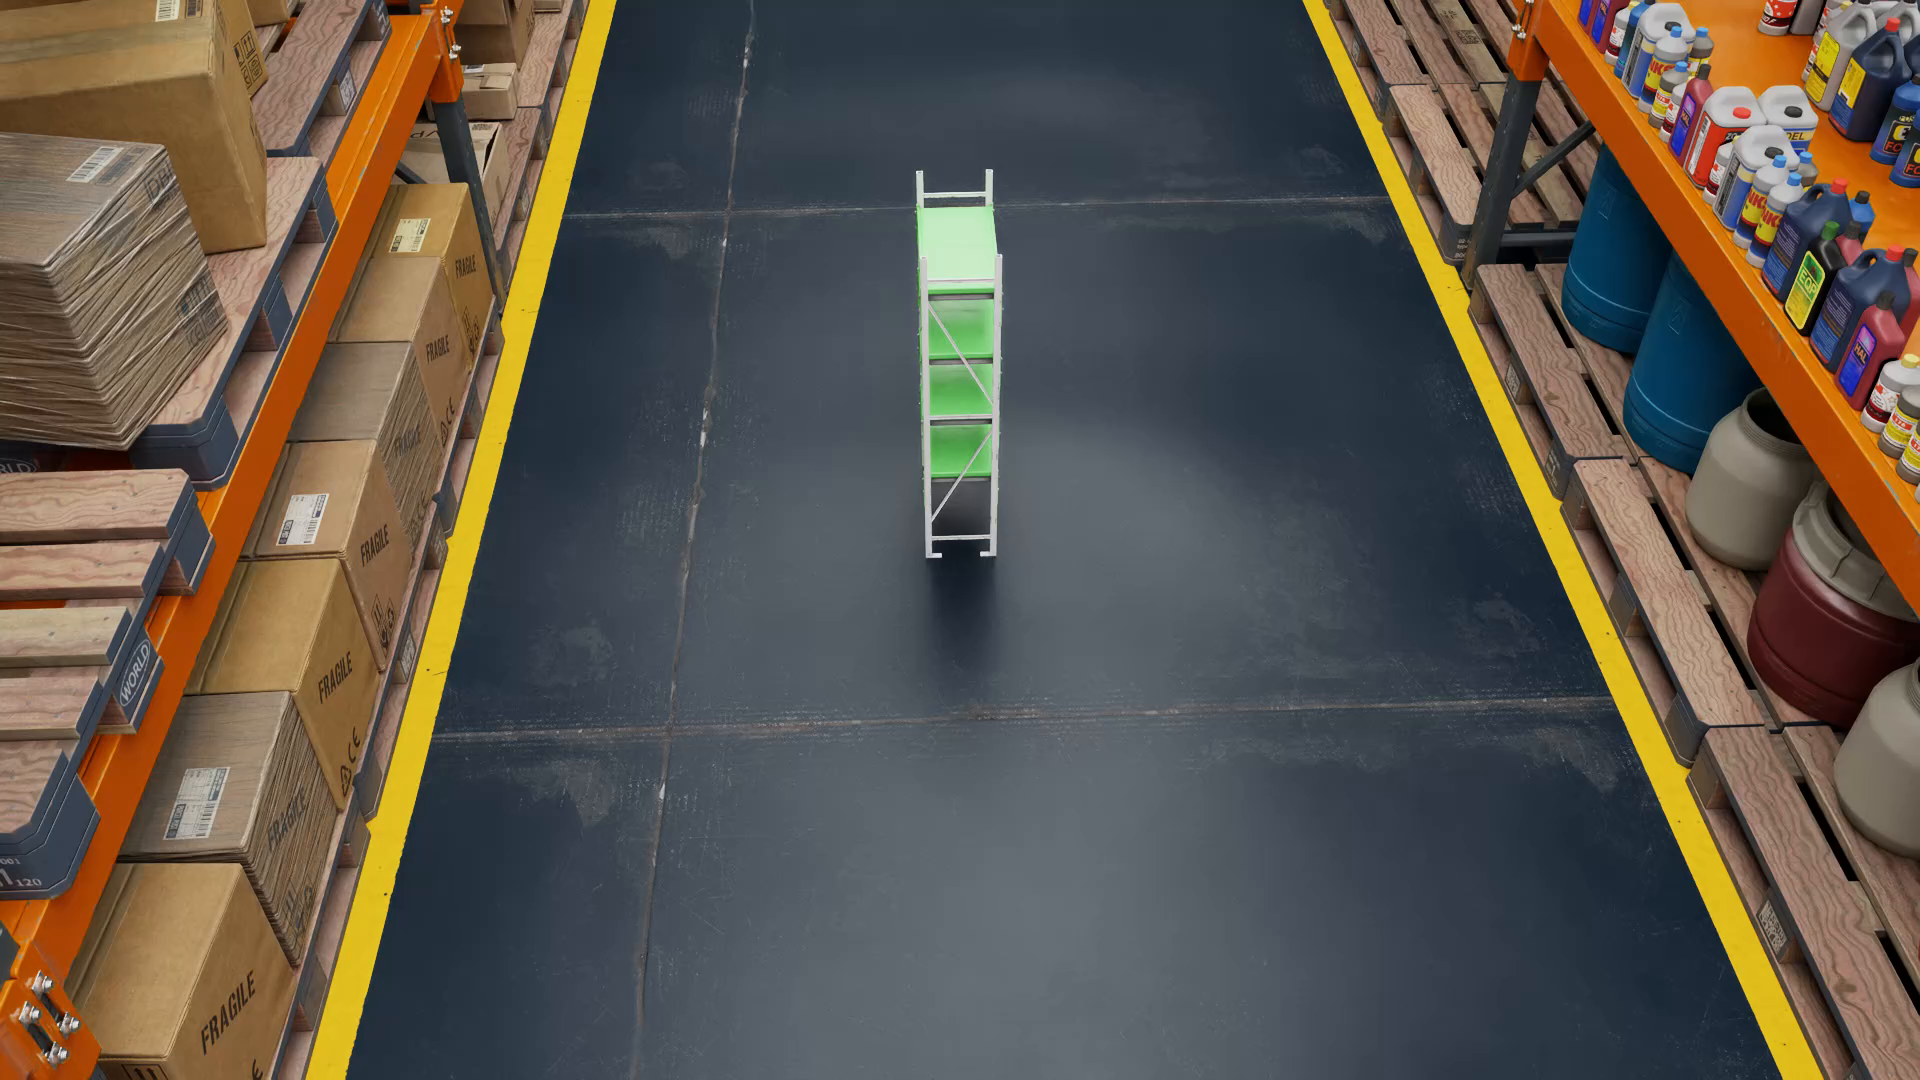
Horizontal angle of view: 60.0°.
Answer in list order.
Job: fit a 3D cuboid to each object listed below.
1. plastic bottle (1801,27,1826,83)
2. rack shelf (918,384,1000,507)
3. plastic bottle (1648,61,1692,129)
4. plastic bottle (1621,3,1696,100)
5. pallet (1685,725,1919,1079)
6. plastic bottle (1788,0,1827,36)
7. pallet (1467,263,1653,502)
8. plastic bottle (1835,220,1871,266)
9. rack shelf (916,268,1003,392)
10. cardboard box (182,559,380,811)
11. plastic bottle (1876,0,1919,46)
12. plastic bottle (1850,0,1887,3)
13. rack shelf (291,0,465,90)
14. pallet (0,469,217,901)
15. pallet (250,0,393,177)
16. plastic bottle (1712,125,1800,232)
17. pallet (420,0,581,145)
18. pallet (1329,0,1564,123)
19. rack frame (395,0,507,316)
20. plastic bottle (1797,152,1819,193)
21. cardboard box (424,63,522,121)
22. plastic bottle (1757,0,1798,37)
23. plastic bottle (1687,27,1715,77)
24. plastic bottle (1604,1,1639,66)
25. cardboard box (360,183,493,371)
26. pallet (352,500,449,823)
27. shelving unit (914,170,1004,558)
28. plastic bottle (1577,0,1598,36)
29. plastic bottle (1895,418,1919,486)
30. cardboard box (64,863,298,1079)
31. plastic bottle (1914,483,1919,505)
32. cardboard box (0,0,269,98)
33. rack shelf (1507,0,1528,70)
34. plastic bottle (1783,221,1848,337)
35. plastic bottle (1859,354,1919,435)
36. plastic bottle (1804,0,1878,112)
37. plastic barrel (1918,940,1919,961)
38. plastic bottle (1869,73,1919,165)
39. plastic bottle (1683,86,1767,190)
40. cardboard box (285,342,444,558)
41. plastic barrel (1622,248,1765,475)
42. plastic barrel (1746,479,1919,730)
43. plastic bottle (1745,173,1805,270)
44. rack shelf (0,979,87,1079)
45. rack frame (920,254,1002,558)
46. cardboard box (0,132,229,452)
[{"bbox_3d":[2.823,-1.590,5.412,0.097,0.201,0.097,0,43,0],"label":"plastic bottle"},{"bbox_3d":[-0.007,-0.330,5.672,0.258,0.148,0.480,-2,43,-2],"label":"rack shelf"},{"bbox_3d":[2.228,-1.394,5.198,0.097,0.201,0.097,0,43,0],"label":"plastic bottle"},{"bbox_3d":[2.247,-1.567,5.331,0.152,0.276,0.135,-2,43,-2],"label":"plastic bottle"},{"bbox_3d":[2.687,1.015,4.487,1.003,0.211,1.213,-2,43,-2],"label":"pallet"},{"bbox_3d":[2.932,-1.880,5.673,0.152,0.276,0.135,-2,43,-2],"label":"plastic bottle"},{"bbox_3d":[2.583,-0.633,6.284,1.003,0.211,1.213,-2,43,-2],"label":"pallet"},{"bbox_3d":[2.317,-0.688,4.367,0.061,0.283,0.133,-2,43,-2],"label":"plastic bottle"},{"bbox_3d":[-0.007,-0.684,5.347,0.258,0.148,0.480,-2,43,-2],"label":"rack shelf"},{"bbox_3d":[-1.965,0.409,4.608,0.500,0.500,0.500,-2,43,-2],"label":"cardboard box"},{"bbox_3d":[2.958,-1.553,5.261,0.144,0.351,0.185,-2,43,-2],"label":"plastic bottle"},{"bbox_3d":[2.987,-1.728,5.502,0.061,0.283,0.133,-2,43,-2],"label":"plastic bottle"},{"bbox_3d":[-2.442,-3.128,7.475,1.077,0.370,4.000,-2,43,-2],"label":"rack shelf"},{"bbox_3d":[-2.286,0.272,3.375,1.213,0.211,1.003,-2,43,-2],"label":"pallet"},{"bbox_3d":[-2.432,-1.430,5.232,1.003,0.211,1.213,-2,43,-2],"label":"pallet"},{"bbox_3d":[2.280,-1.032,4.748,0.152,0.276,0.135,-2,43,-2],"label":"plastic bottle"},{"bbox_3d":[-2.440,-2.304,8.108,1.003,0.211,1.213,-2,43,-2],"label":"pallet"},{"bbox_3d":[2.467,-2.476,8.295,1.003,0.211,1.213,-2,43,-2],"label":"pallet"},{"bbox_3d":[-2.357,-2.043,5.759,1.000,3.000,0.127,-2,43,-2],"label":"rack frame"},{"bbox_3d":[2.404,-1.021,4.791,0.097,0.201,0.097,0,43,0],"label":"plastic bottle"},{"bbox_3d":[-2.205,-2.034,7.520,0.380,0.166,0.250,-2,43,-2],"label":"cardboard box"},{"bbox_3d":[2.808,-1.837,5.681,0.097,0.201,0.097,0,43,0],"label":"plastic bottle"},{"bbox_3d":[2.370,-1.555,5.374,0.097,0.201,0.097,0,43,0],"label":"plastic bottle"},{"bbox_3d":[2.210,-1.682,5.512,0.097,0.201,0.097,0,43,0],"label":"plastic bottle"},{"bbox_3d":[-2.050,-0.959,6.101,0.500,0.500,0.500,-2,43,-2],"label":"cardboard box"},{"bbox_3d":[-2.230,0.358,5.203,1.003,0.211,1.213,-2,43,-2],"label":"pallet"},{"bbox_3d":[-0.007,-0.554,5.466,0.258,1.200,0.503,-2,43,-2],"label":"shelving unit"},{"bbox_3d":[2.181,-1.880,5.667,0.061,0.283,0.133,-2,43,-2],"label":"plastic bottle"},{"bbox_3d":[2.301,-0.233,3.931,0.097,0.201,0.097,0,43,0],"label":"plastic bottle"},{"bbox_3d":[-1.921,1.101,3.853,0.500,0.500,0.500,0,43,0],"label":"cardboard box"},{"bbox_3d":[2.306,-0.193,3.836,0.097,0.271,0.097,0,43,0],"label":"plastic bottle"},{"bbox_3d":[-2.468,-1.446,4.723,0.700,0.500,0.500,5,43,5],"label":"cardboard box"},{"bbox_3d":[2.507,-3.268,7.628,1.077,0.370,4.000,-2,43,-2],"label":"rack shelf"},{"bbox_3d":[2.256,-0.687,4.366,0.061,0.283,0.133,-2,43,-2],"label":"plastic bottle"},{"bbox_3d":[2.293,-0.364,4.074,0.097,0.201,0.097,0,43,0],"label":"plastic bottle"},{"bbox_3d":[2.814,-1.549,5.257,0.144,0.351,0.185,-2,43,-2],"label":"plastic bottle"},{"bbox_3d":[2.724,0.833,3.917,0.600,0.830,0.708,-2,43,-2],"label":"plastic barrel"},{"bbox_3d":[2.845,-1.275,5.017,0.097,0.271,0.097,0,43,0],"label":"plastic bottle"},{"bbox_3d":[2.270,-1.189,4.919,0.152,0.276,0.135,-2,43,-2],"label":"plastic bottle"},{"bbox_3d":[-2.016,-0.286,5.367,0.500,0.500,0.500,-1,43,-1],"label":"cardboard box"},{"bbox_3d":[2.628,-0.718,5.556,0.600,0.901,0.708,-2,43,-2],"label":"plastic barrel"},{"bbox_3d":[2.676,0.160,4.830,0.600,0.588,0.708,-2,43,-2],"label":"plastic barrel"},{"bbox_3d":[2.262,-0.885,4.591,0.097,0.271,0.097,0,43,0],"label":"plastic bottle"},{"bbox_3d":[-2.102,2.273,1.583,1.077,0.370,4.000,-2,43,-2],"label":"rack shelf"},{"bbox_3d":[0.003,-0.389,5.287,0.240,1.200,0.015,-2,43,-2],"label":"rack frame"},{"bbox_3d":[-2.174,-0.579,3.777,0.700,0.500,0.500,6,43,6],"label":"cardboard box"}]
